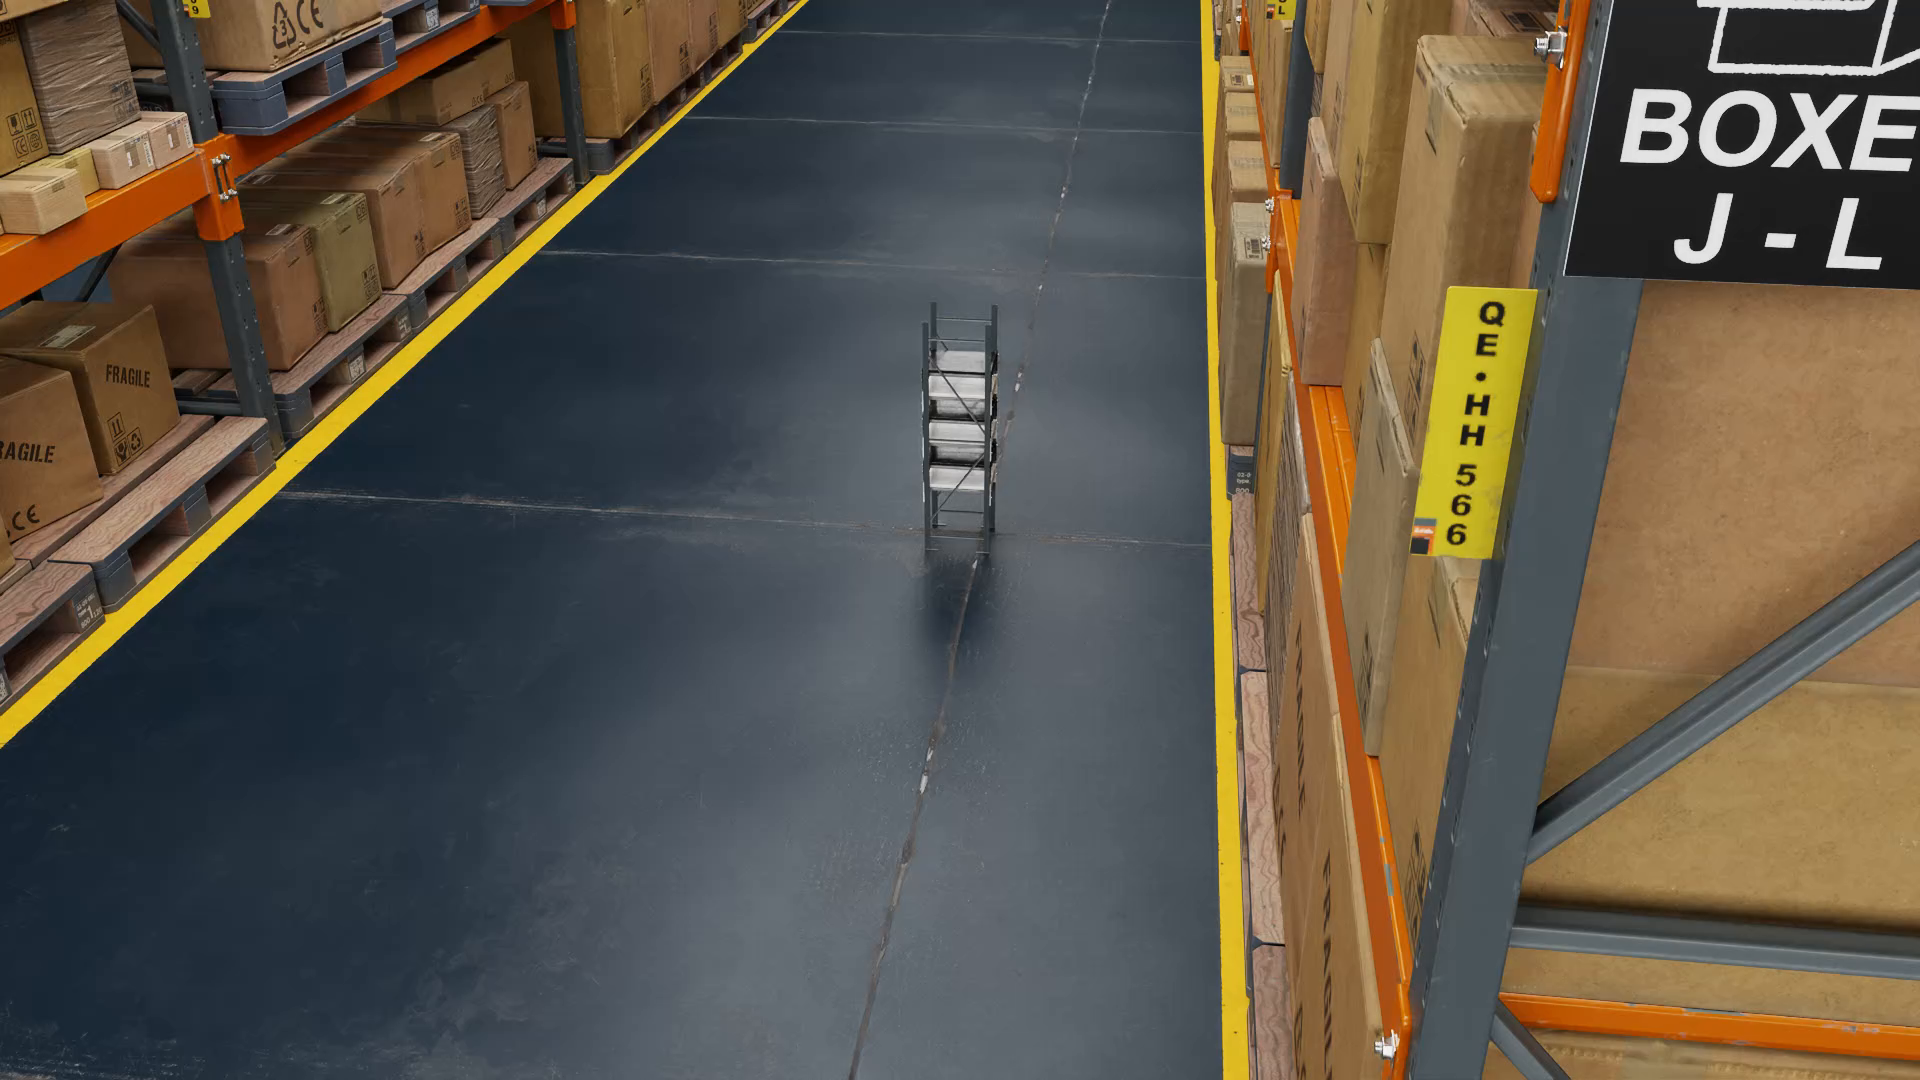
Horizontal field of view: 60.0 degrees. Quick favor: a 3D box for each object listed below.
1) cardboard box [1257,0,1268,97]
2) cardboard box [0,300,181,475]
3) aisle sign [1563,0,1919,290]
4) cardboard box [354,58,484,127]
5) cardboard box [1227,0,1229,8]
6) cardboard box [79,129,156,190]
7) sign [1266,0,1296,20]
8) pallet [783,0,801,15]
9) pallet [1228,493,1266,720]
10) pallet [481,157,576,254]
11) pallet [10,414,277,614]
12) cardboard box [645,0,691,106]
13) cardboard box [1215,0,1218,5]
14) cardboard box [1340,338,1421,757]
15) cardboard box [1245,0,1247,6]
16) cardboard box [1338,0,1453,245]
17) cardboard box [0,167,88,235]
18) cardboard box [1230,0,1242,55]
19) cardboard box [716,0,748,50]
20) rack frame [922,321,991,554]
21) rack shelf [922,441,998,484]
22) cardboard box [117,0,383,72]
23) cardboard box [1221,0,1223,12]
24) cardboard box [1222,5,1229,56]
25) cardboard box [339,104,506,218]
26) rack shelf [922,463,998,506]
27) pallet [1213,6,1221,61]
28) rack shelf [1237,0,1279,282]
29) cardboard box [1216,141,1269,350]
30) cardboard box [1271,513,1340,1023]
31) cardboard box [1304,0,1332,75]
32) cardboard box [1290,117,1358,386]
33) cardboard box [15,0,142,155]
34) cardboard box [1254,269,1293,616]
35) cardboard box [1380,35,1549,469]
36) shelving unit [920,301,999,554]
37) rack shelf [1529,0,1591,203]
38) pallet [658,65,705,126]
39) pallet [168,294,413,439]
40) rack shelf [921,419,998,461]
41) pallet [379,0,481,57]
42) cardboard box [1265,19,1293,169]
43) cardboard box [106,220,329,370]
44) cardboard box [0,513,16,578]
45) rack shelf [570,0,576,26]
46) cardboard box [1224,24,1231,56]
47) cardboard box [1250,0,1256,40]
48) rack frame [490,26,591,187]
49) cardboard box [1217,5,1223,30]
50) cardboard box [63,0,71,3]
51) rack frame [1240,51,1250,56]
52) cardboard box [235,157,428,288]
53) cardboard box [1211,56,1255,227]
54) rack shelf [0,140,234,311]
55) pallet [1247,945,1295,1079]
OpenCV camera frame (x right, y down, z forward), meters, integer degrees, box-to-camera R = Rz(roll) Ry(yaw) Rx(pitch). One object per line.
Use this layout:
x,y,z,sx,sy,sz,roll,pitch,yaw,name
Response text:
1.520,-2.136,6.947,0.500,0.500,0.500,4,29,7,cardboard box
-3.401,-0.589,6.374,0.500,0.500,0.500,3,28,5,cardboard box
0.801,-0.601,1.462,0.394,0.787,0.004,3,28,6,aisle sign
-2.930,-2.430,8.979,0.500,0.250,0.500,7,29,12,cardboard box
2.162,-3.952,11.825,0.500,0.250,0.500,4,29,8,cardboard box
-3.087,-1.345,5.849,0.380,0.149,0.250,3,28,6,cardboard box
1.058,-1.857,5.397,0.100,0.325,0.005,3,28,6,sign
-2.014,-5.158,15.602,1.003,0.211,1.213,3,28,6,pallet
1.427,0.226,5.608,1.003,0.211,1.213,3,28,6,pallet
-2.920,-1.978,9.700,1.003,0.211,1.213,3,28,6,pallet
-3.360,-0.145,6.297,1.003,0.211,1.213,3,28,6,pallet
-2.600,-3.566,11.504,1.225,0.875,0.875,3,29,6,cardboard box
2.415,-4.742,14.453,0.380,0.149,0.250,3,28,6,cardboard box
1.154,0.024,2.884,0.875,0.550,0.550,3,28,6,cardboard box
1.765,-3.086,8.711,0.500,0.500,0.500,4,29,7,cardboard box
1.307,-0.963,3.578,0.875,0.550,0.500,3,28,6,cardboard box
-3.097,-1.107,5.406,0.380,0.149,0.250,3,28,6,cardboard box
1.963,-3.228,10.481,0.500,0.250,0.500,4,29,7,cardboard box
-2.391,-4.404,13.059,1.225,0.875,0.875,3,29,6,cardboard box
-0.011,-0.352,5.955,0.240,0.900,0.006,3,28,6,rack frame
0.001,-0.291,6.102,0.258,0.077,0.200,3,28,6,rack shelf
-3.076,-2.506,6.663,1.000,1.000,1.000,4,29,7,cardboard box
2.301,-4.348,13.408,0.380,0.149,0.250,4,29,7,cardboard box
2.161,-3.624,12.006,0.500,0.500,0.500,5,29,8,cardboard box
-2.940,-2.089,9.136,0.700,0.500,0.500,1,28,2,cardboard box
0.001,-0.212,6.145,0.258,0.077,0.200,3,28,6,rack shelf
2.625,-4.211,13.845,1.003,0.211,1.213,3,28,6,pallet
1.843,-1.980,7.521,1.077,0.370,4.000,3,28,6,rack shelf
1.707,-1.301,7.431,1.050,0.750,0.750,3,28,6,cardboard box
1.231,0.541,3.881,0.875,0.875,0.875,3,28,5,cardboard box
1.518,-1.725,4.992,0.875,0.550,0.550,3,28,6,cardboard box
1.337,-0.739,4.301,0.875,0.550,0.550,3,28,6,cardboard box
-3.429,-1.658,5.745,0.875,0.500,0.500,3,28,6,cardboard box
1.451,-0.313,5.465,0.875,0.875,0.875,4,29,7,cardboard box
1.167,-0.450,2.627,0.875,0.550,0.550,3,28,6,cardboard box
0.001,-0.400,6.044,0.258,0.900,0.210,3,28,6,shelving unit
1.353,-1.418,3.315,1.077,0.370,4.000,3,28,6,rack shelf
-2.499,-3.286,12.126,1.003,0.211,1.213,3,28,6,pallet
-3.219,-0.830,7.568,1.003,0.211,1.213,3,28,6,pallet
0.001,-0.371,6.059,0.258,0.077,0.200,3,28,6,rack shelf
-3.024,-2.555,8.033,1.003,0.211,1.213,3,28,6,pallet
1.396,-1.660,6.064,0.500,0.500,0.500,3,28,6,cardboard box
-3.216,-1.072,7.249,0.700,0.500,0.500,1,28,2,cardboard box
-3.462,-0.023,5.322,0.500,0.500,0.500,1,28,2,cardboard box
-2.577,-4.199,11.639,1.077,0.370,4.000,3,28,6,rack shelf
2.025,-3.141,11.111,0.500,0.500,0.500,2,28,4,cardboard box
1.643,-2.610,7.826,0.500,0.500,0.500,3,28,6,cardboard box
-2.822,-3.574,9.721,1.000,3.000,0.127,3,28,6,rack frame
2.288,-4.255,13.549,0.380,0.149,0.250,4,29,7,cardboard box
-3.094,-2.078,5.472,0.500,0.500,0.500,3,28,6,cardboard box
2.088,-3.238,9.098,1.000,3.000,0.127,3,28,6,rack frame
-3.071,-1.559,8.152,0.700,0.500,0.500,1,28,2,cardboard box
1.924,-2.151,9.009,1.050,0.750,0.750,3,28,6,cardboard box
-3.558,-0.433,4.649,1.077,0.370,4.000,3,28,6,rack shelf
1.128,1.374,3.476,1.003,0.211,1.213,3,28,6,pallet
